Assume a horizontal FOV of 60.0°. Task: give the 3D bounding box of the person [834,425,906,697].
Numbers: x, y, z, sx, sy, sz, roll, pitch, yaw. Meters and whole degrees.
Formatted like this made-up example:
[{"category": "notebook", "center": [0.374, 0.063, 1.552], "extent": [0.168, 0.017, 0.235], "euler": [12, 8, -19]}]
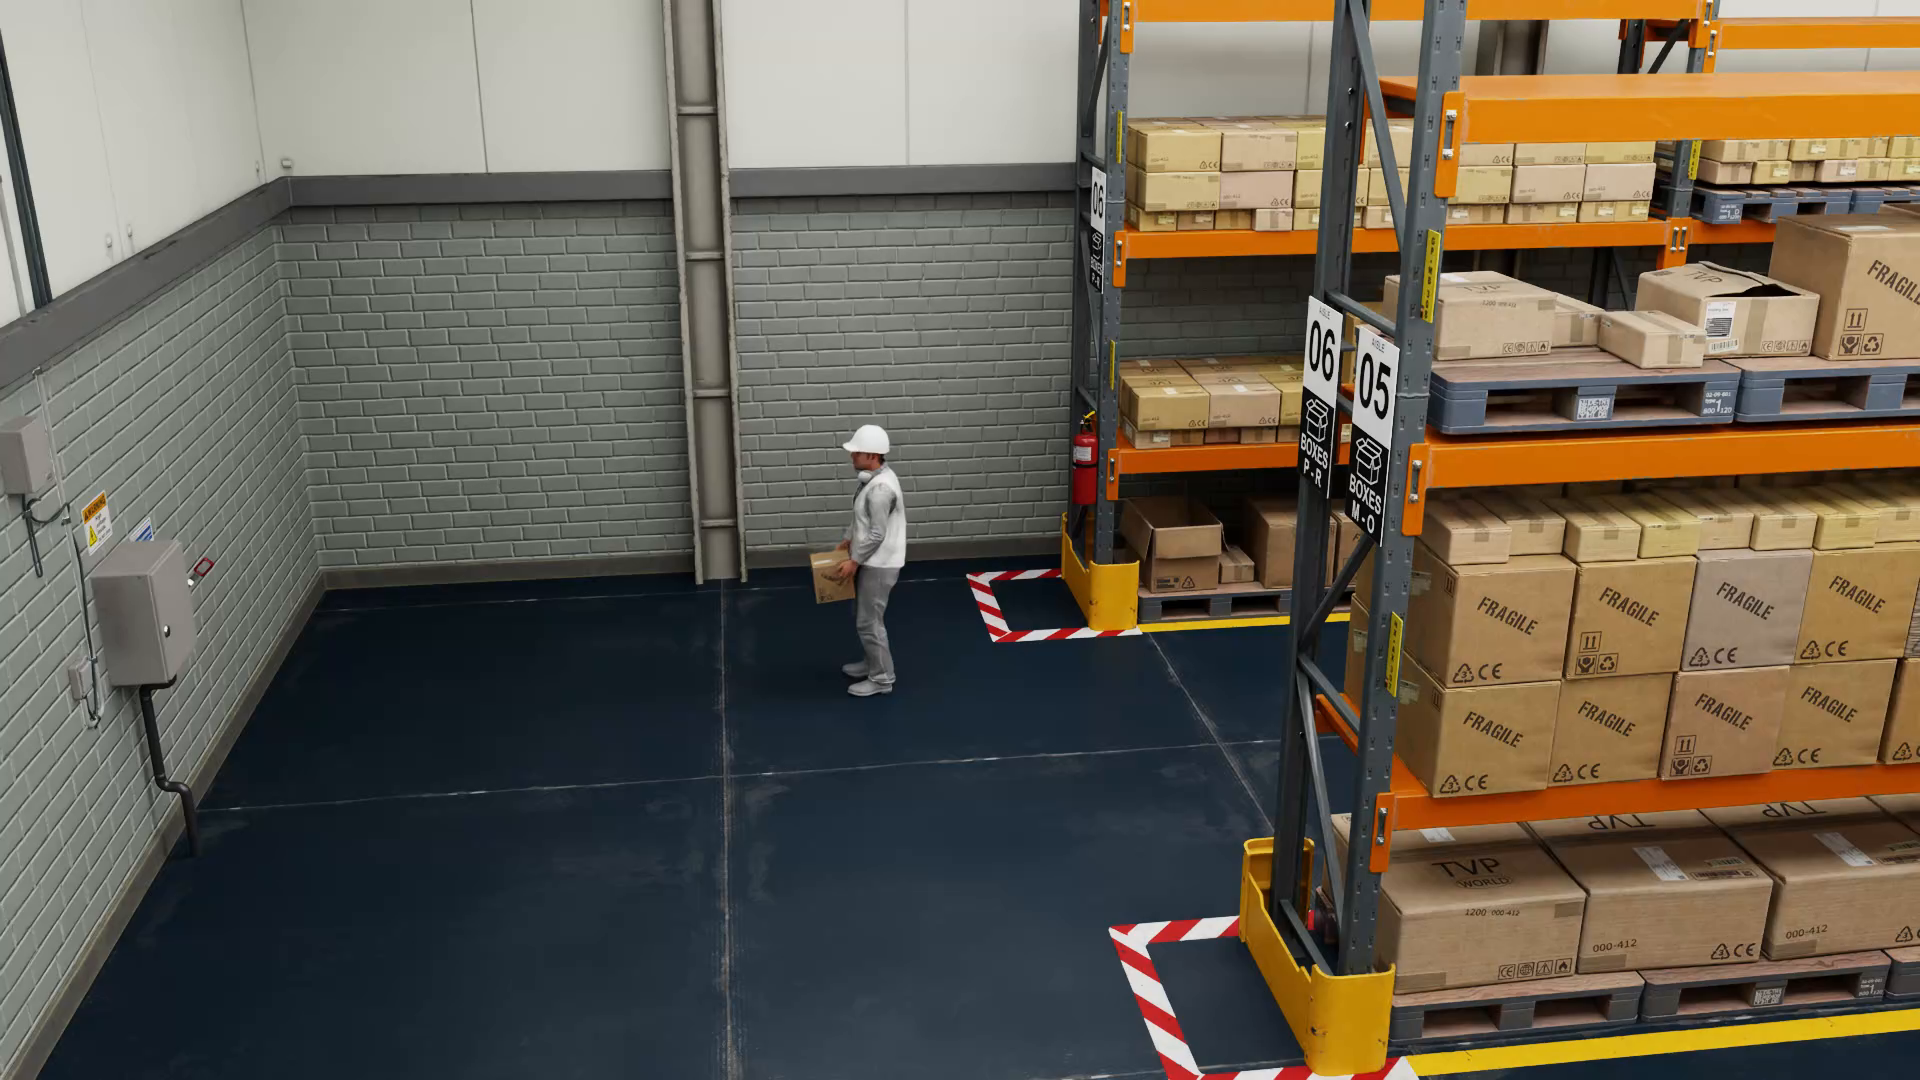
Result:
[{"category": "person", "center": [-0.579, 0.121, 10.688], "extent": [0.470, 1.779, 0.546], "euler": [-3, 20, -9]}]
